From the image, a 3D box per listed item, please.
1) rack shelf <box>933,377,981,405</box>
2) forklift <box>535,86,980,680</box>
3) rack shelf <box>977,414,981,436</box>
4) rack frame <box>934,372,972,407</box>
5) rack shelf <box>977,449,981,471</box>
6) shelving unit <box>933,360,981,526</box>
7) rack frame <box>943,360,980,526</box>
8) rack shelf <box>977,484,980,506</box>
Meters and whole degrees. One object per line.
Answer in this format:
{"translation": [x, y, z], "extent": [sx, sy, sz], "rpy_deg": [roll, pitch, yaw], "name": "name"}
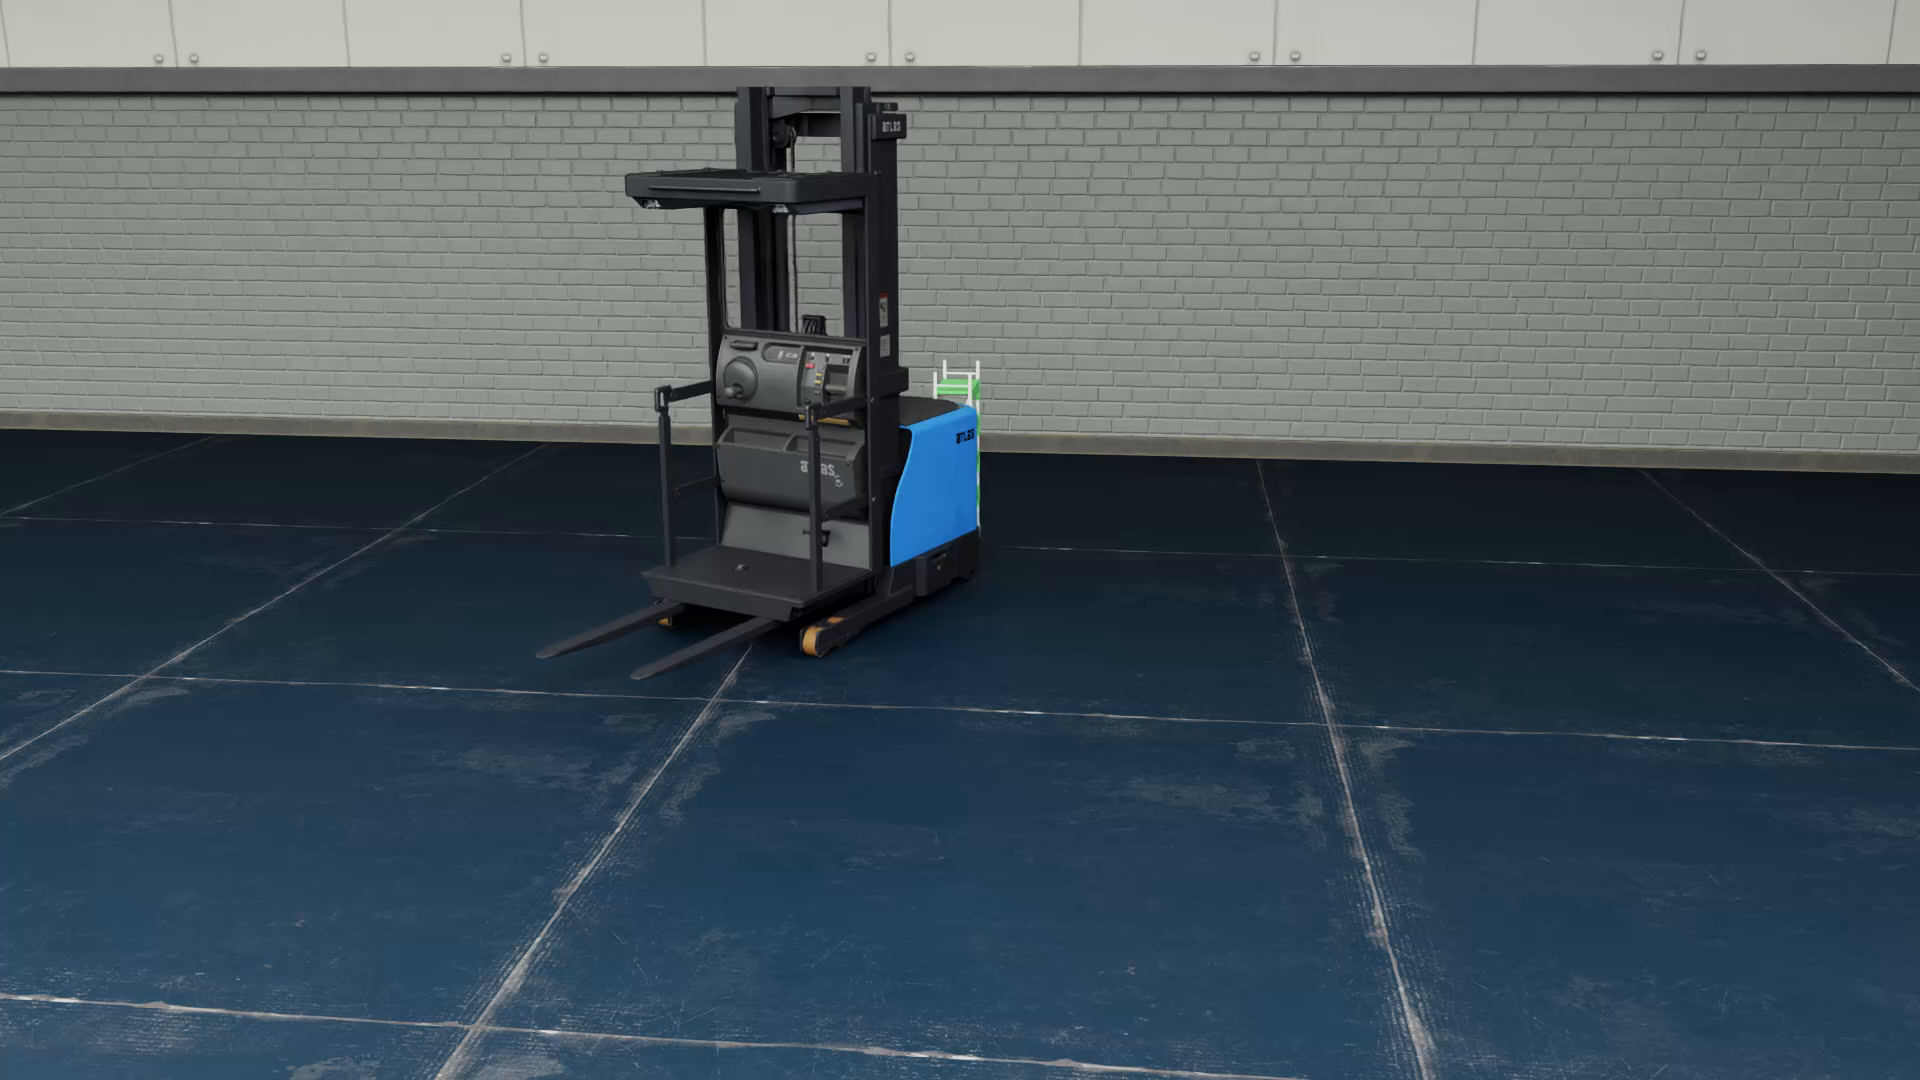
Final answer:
{"translation": [-0.019, -0.938, 10.738], "extent": [0.258, 0.148, 0.480], "rpy_deg": [2, 15, 6], "name": "rack shelf"}
{"translation": [-1.052, -0.926, 8.973], "extent": [1.130, 2.935, 3.031], "rpy_deg": [9, 17, 29], "name": "forklift"}
{"translation": [-0.019, -0.706, 10.801], "extent": [0.258, 0.148, 0.480], "rpy_deg": [2, 15, 6], "name": "rack shelf"}
{"translation": [-0.046, -0.473, 10.613], "extent": [0.240, 1.200, 0.015], "rpy_deg": [2, 15, 6], "name": "rack frame"}
{"translation": [-0.019, -0.475, 10.863], "extent": [0.258, 0.148, 0.480], "rpy_deg": [2, 15, 6], "name": "rack shelf"}
{"translation": [-0.019, -0.536, 10.847], "extent": [0.258, 1.200, 0.503], "rpy_deg": [2, 15, 6], "name": "shelving unit"}
{"translation": [0.009, -0.600, 11.081], "extent": [0.240, 1.200, 0.015], "rpy_deg": [2, 15, 6], "name": "rack frame"}
{"translation": [-0.019, -0.243, 10.926], "extent": [0.258, 0.148, 0.480], "rpy_deg": [2, 15, 6], "name": "rack shelf"}
